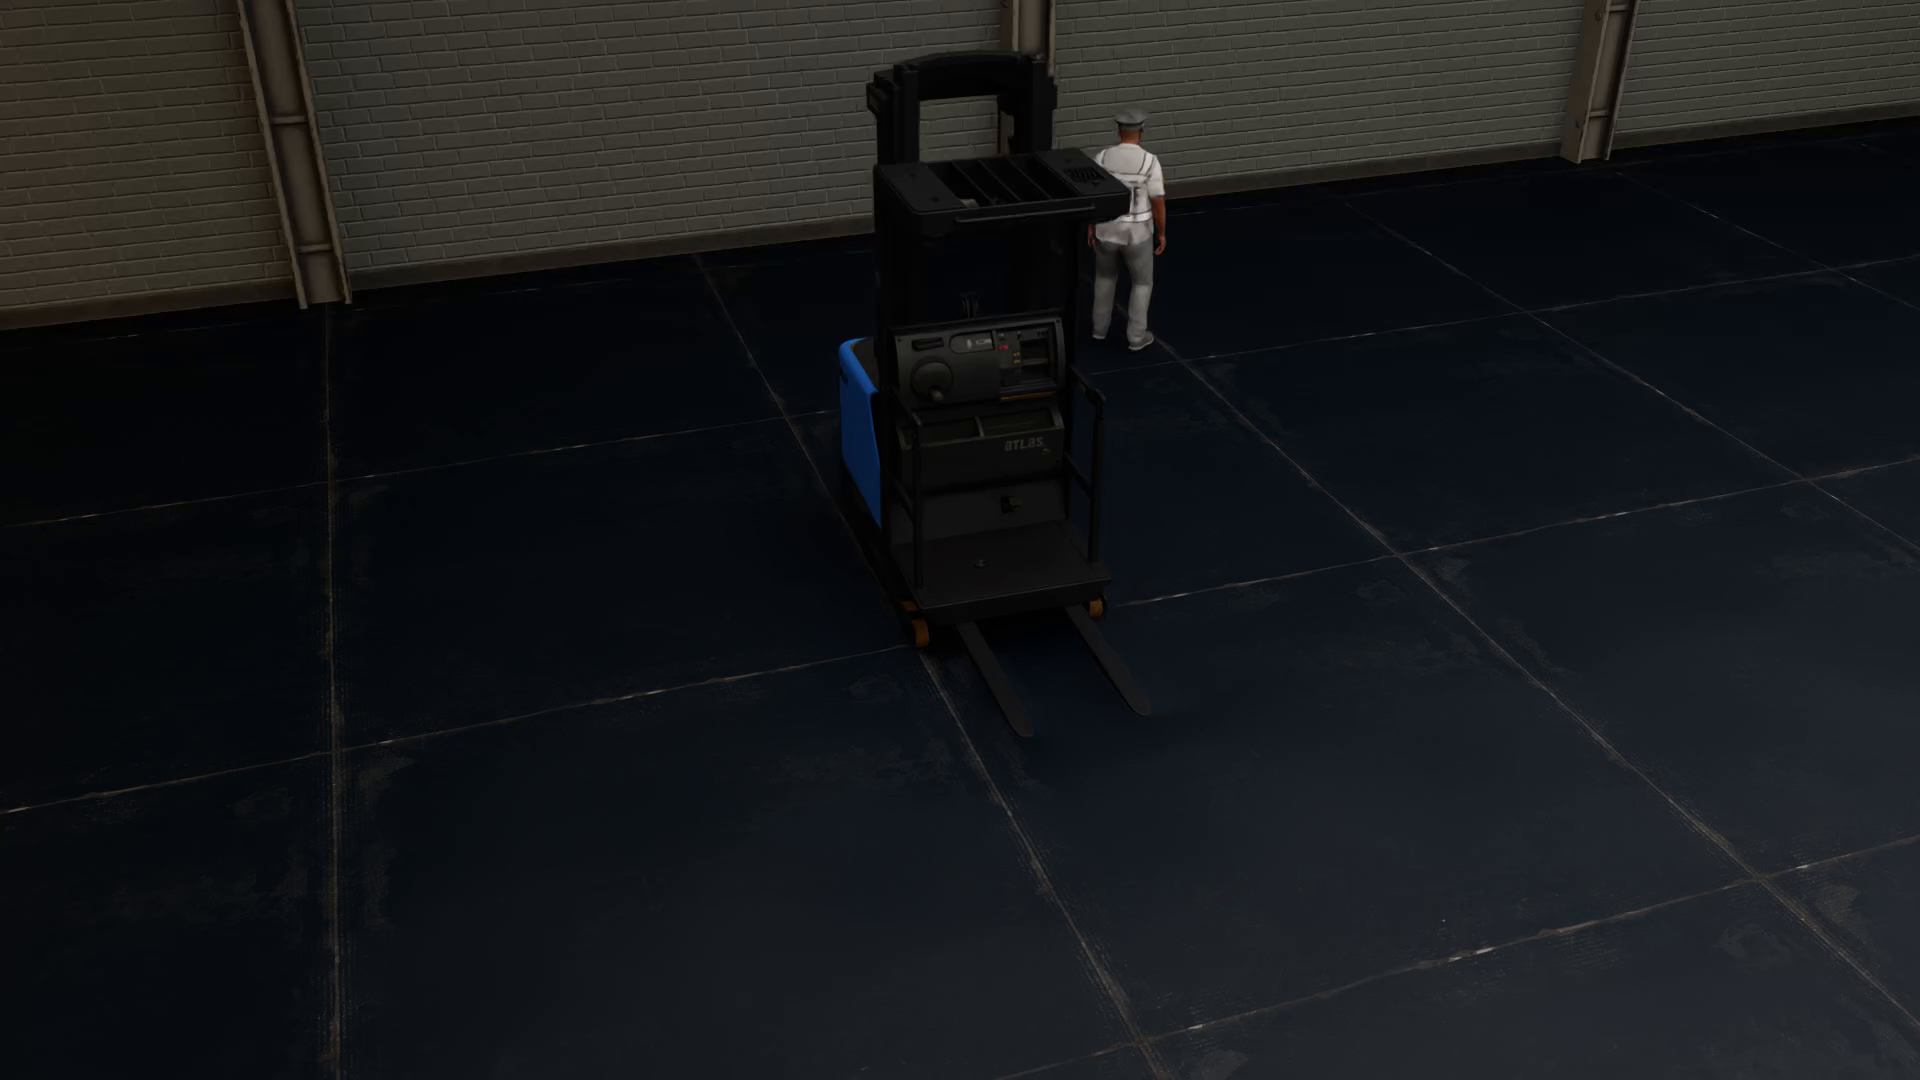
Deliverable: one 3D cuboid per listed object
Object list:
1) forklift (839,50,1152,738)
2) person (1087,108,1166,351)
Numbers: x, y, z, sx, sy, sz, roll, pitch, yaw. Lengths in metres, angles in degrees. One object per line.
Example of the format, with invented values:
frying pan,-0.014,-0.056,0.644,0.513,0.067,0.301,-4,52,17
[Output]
forklift,0.175,-0.905,8.660,1.130,2.935,3.031,-9,31,-15
person,1.223,-2.262,12.225,0.600,1.762,0.478,12,32,20
